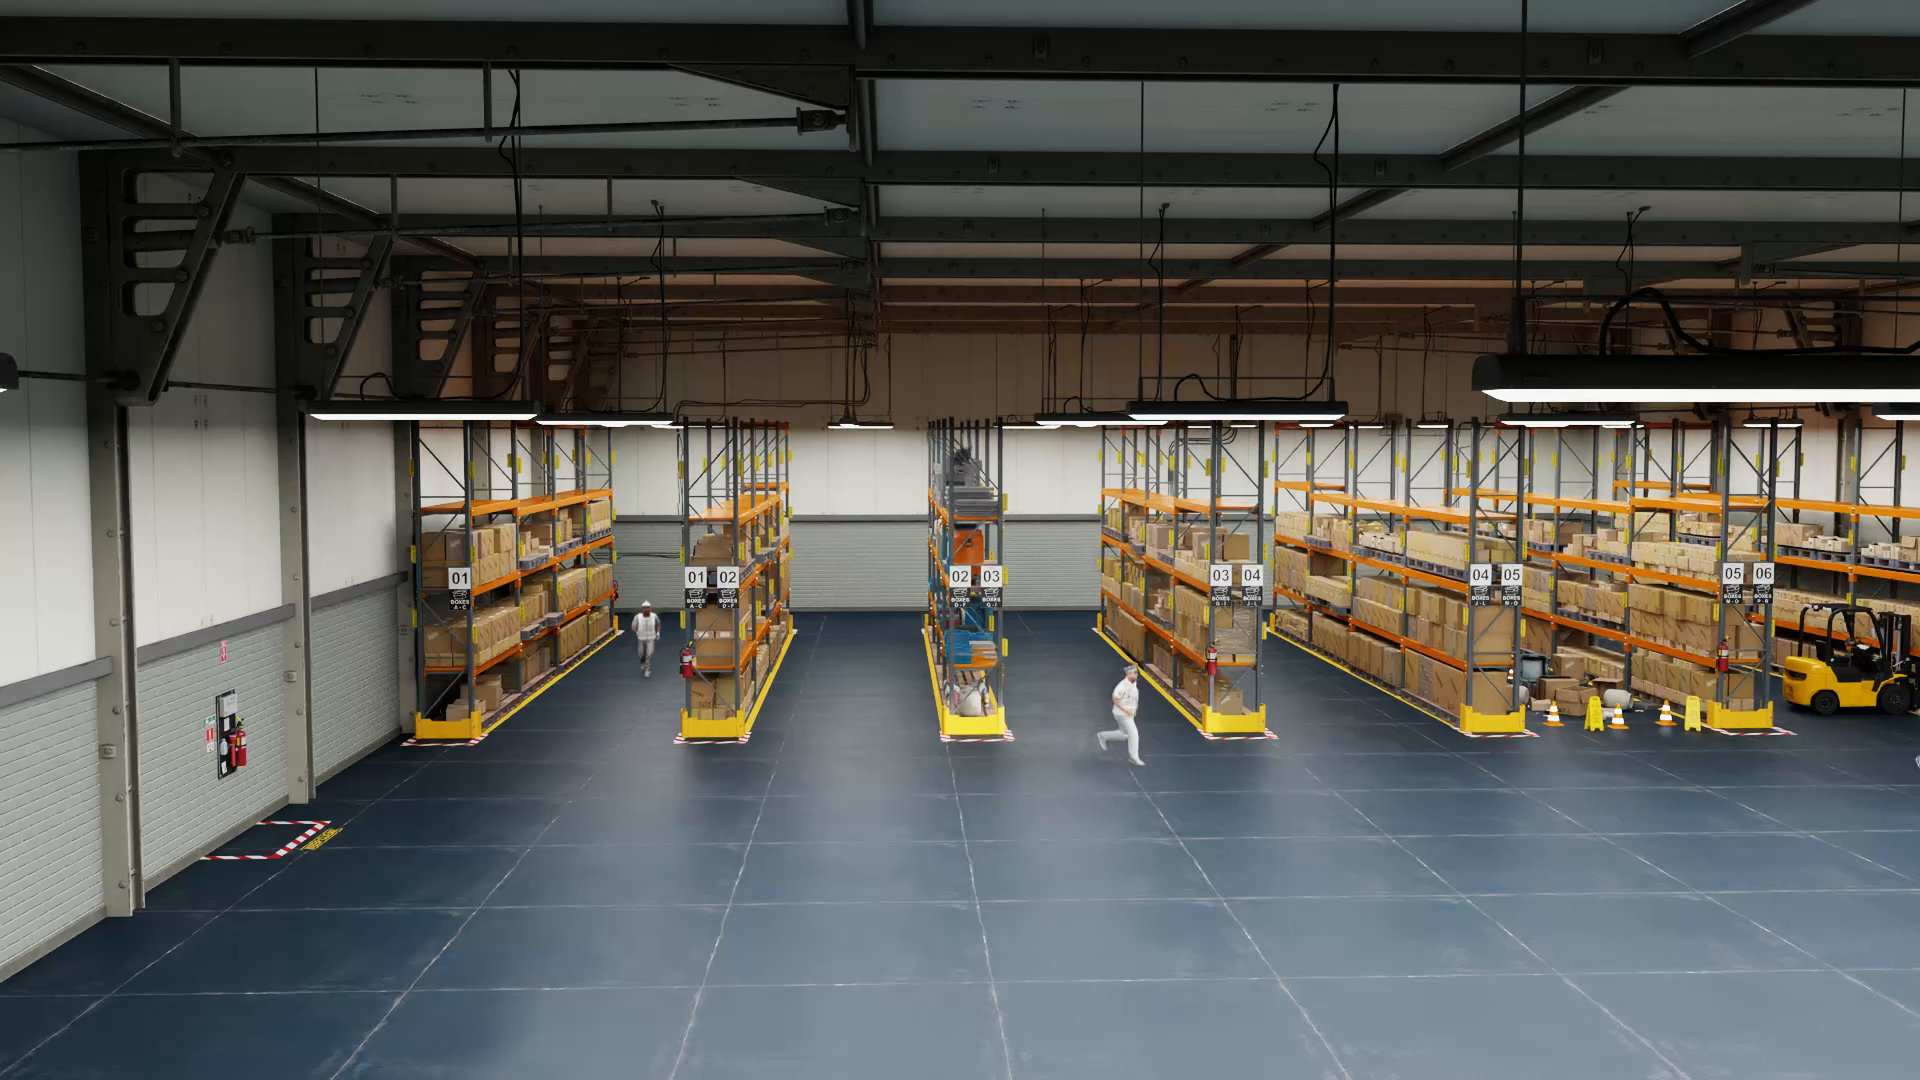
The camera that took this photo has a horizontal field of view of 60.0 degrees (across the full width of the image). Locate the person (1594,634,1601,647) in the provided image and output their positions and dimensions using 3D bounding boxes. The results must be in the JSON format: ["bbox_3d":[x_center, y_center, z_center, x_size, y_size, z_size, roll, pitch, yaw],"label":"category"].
[{"bbox_3d":[16.893,2.028,44.163,0.561,1.620,0.584,-1,4,-14],"label":"person"}]

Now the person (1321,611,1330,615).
[{"bbox_3d":[10.830,1.662,48.930,0.632,1.730,0.689,0,4,-6],"label":"person"}]

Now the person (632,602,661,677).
[{"bbox_3d":[-7.328,2.313,38.881,0.687,1.743,0.704,-1,4,-12],"label":"person"}]

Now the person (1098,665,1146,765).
[{"bbox_3d":[2.785,3.012,28.721,0.899,1.769,0.671,2,4,24],"label":"person"}]
